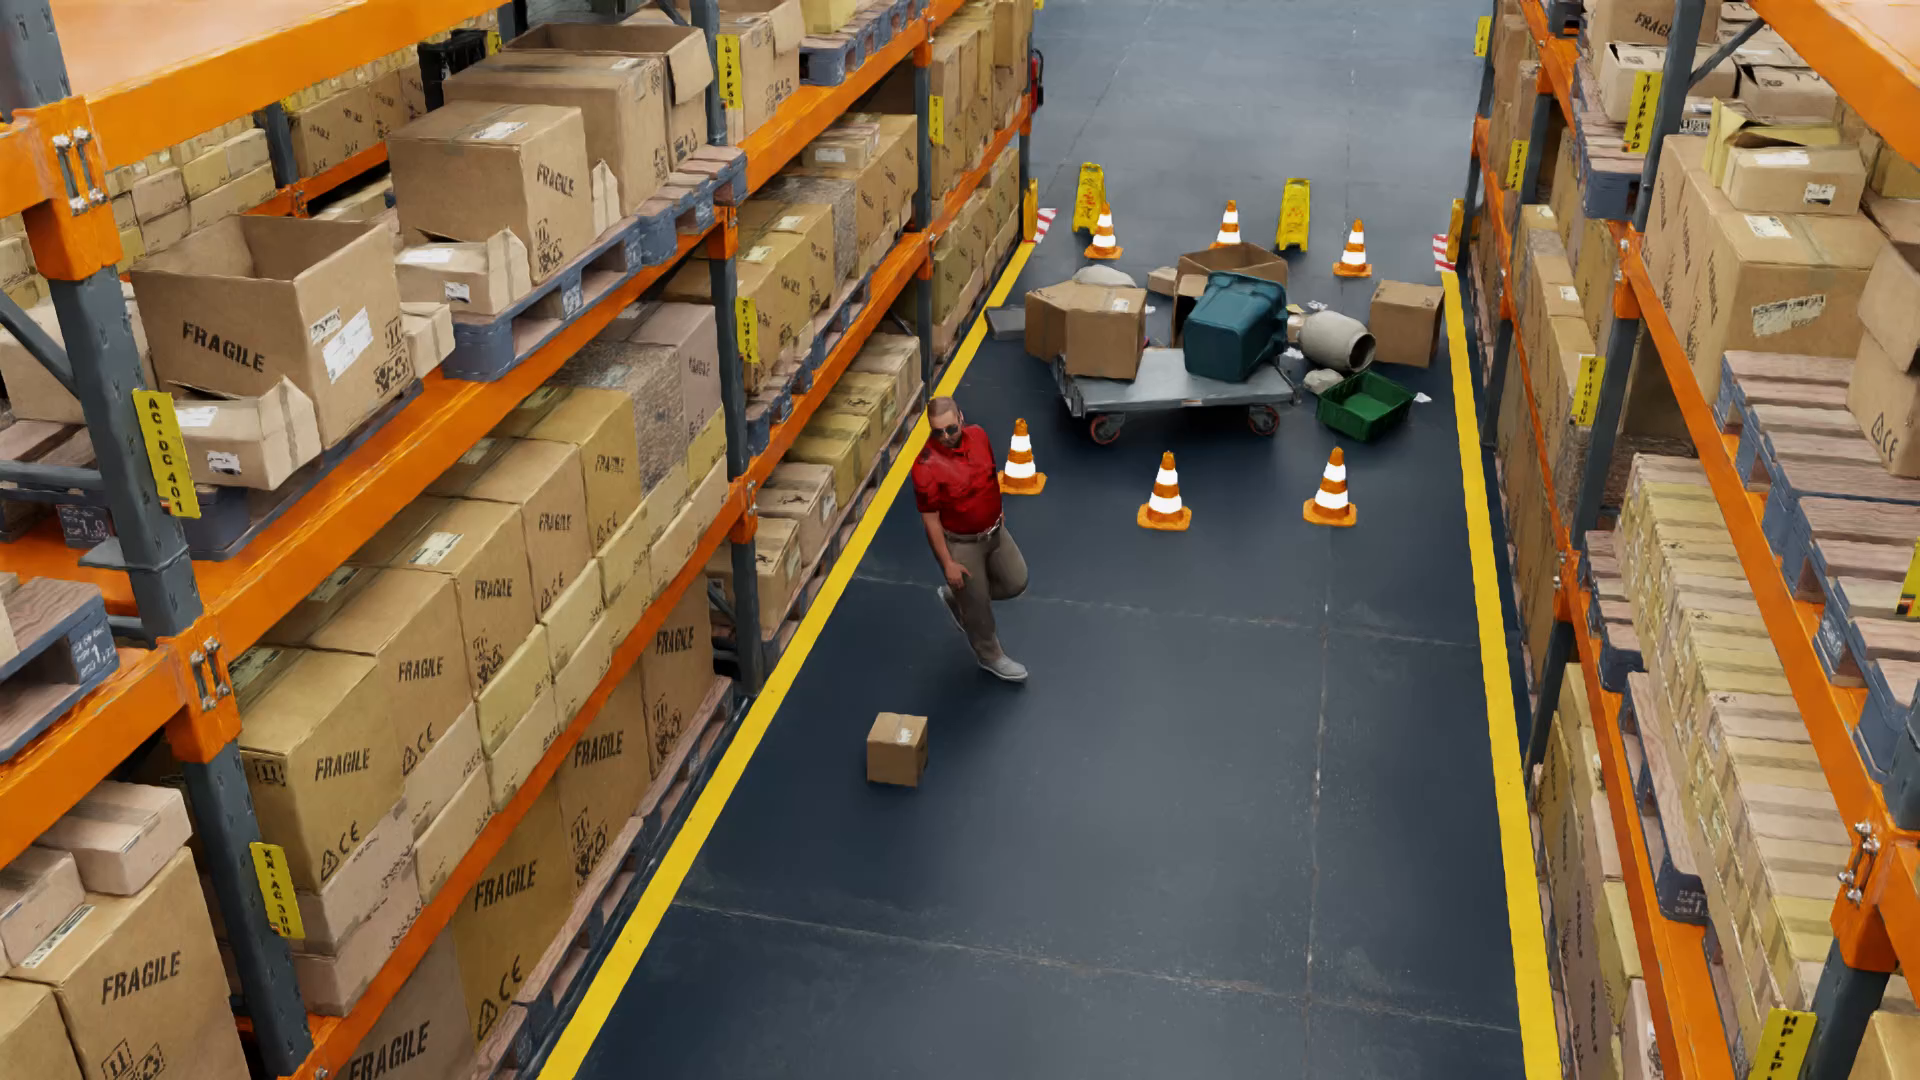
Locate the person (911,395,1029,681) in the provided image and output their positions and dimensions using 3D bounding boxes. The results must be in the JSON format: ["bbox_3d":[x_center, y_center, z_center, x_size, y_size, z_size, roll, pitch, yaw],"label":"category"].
[{"bbox_3d":[0.050,-0.009,8.677,0.610,1.685,0.655,18,34,30],"label":"person"}]
